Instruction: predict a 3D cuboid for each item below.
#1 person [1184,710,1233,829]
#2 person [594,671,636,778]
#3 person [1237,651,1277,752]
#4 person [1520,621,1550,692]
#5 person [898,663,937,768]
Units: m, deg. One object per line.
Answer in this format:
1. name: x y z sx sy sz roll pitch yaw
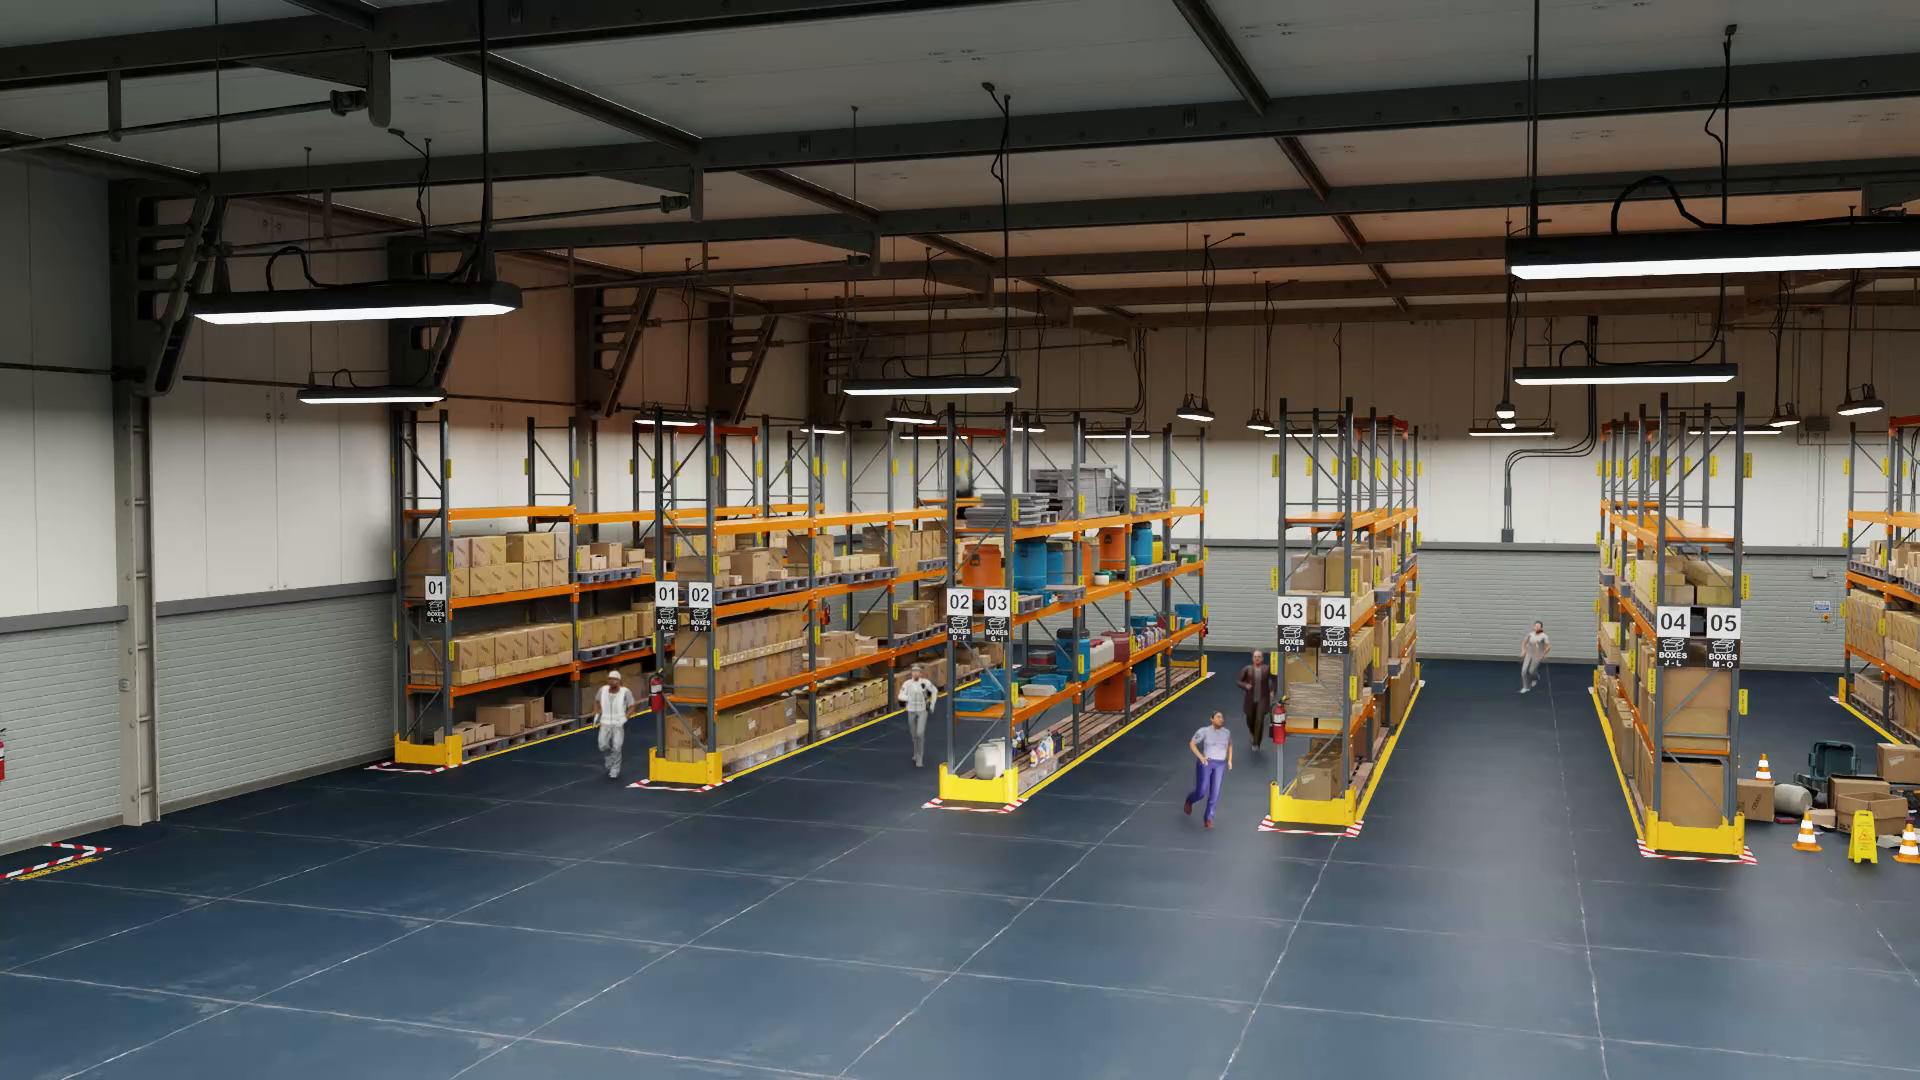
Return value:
1. person: 3.571 3.205 23.441 0.668 1.588 0.808 0 2 -11
2. person: -5.622 2.987 27.041 0.701 1.748 0.551 0 2 2
3. person: 5.284 2.844 29.569 0.716 1.753 0.901 1 3 14
4. person: 12.879 2.616 37.206 0.605 1.616 0.557 2 3 43
5. person: -0.724 2.948 28.130 0.600 1.764 0.789 1 3 13
